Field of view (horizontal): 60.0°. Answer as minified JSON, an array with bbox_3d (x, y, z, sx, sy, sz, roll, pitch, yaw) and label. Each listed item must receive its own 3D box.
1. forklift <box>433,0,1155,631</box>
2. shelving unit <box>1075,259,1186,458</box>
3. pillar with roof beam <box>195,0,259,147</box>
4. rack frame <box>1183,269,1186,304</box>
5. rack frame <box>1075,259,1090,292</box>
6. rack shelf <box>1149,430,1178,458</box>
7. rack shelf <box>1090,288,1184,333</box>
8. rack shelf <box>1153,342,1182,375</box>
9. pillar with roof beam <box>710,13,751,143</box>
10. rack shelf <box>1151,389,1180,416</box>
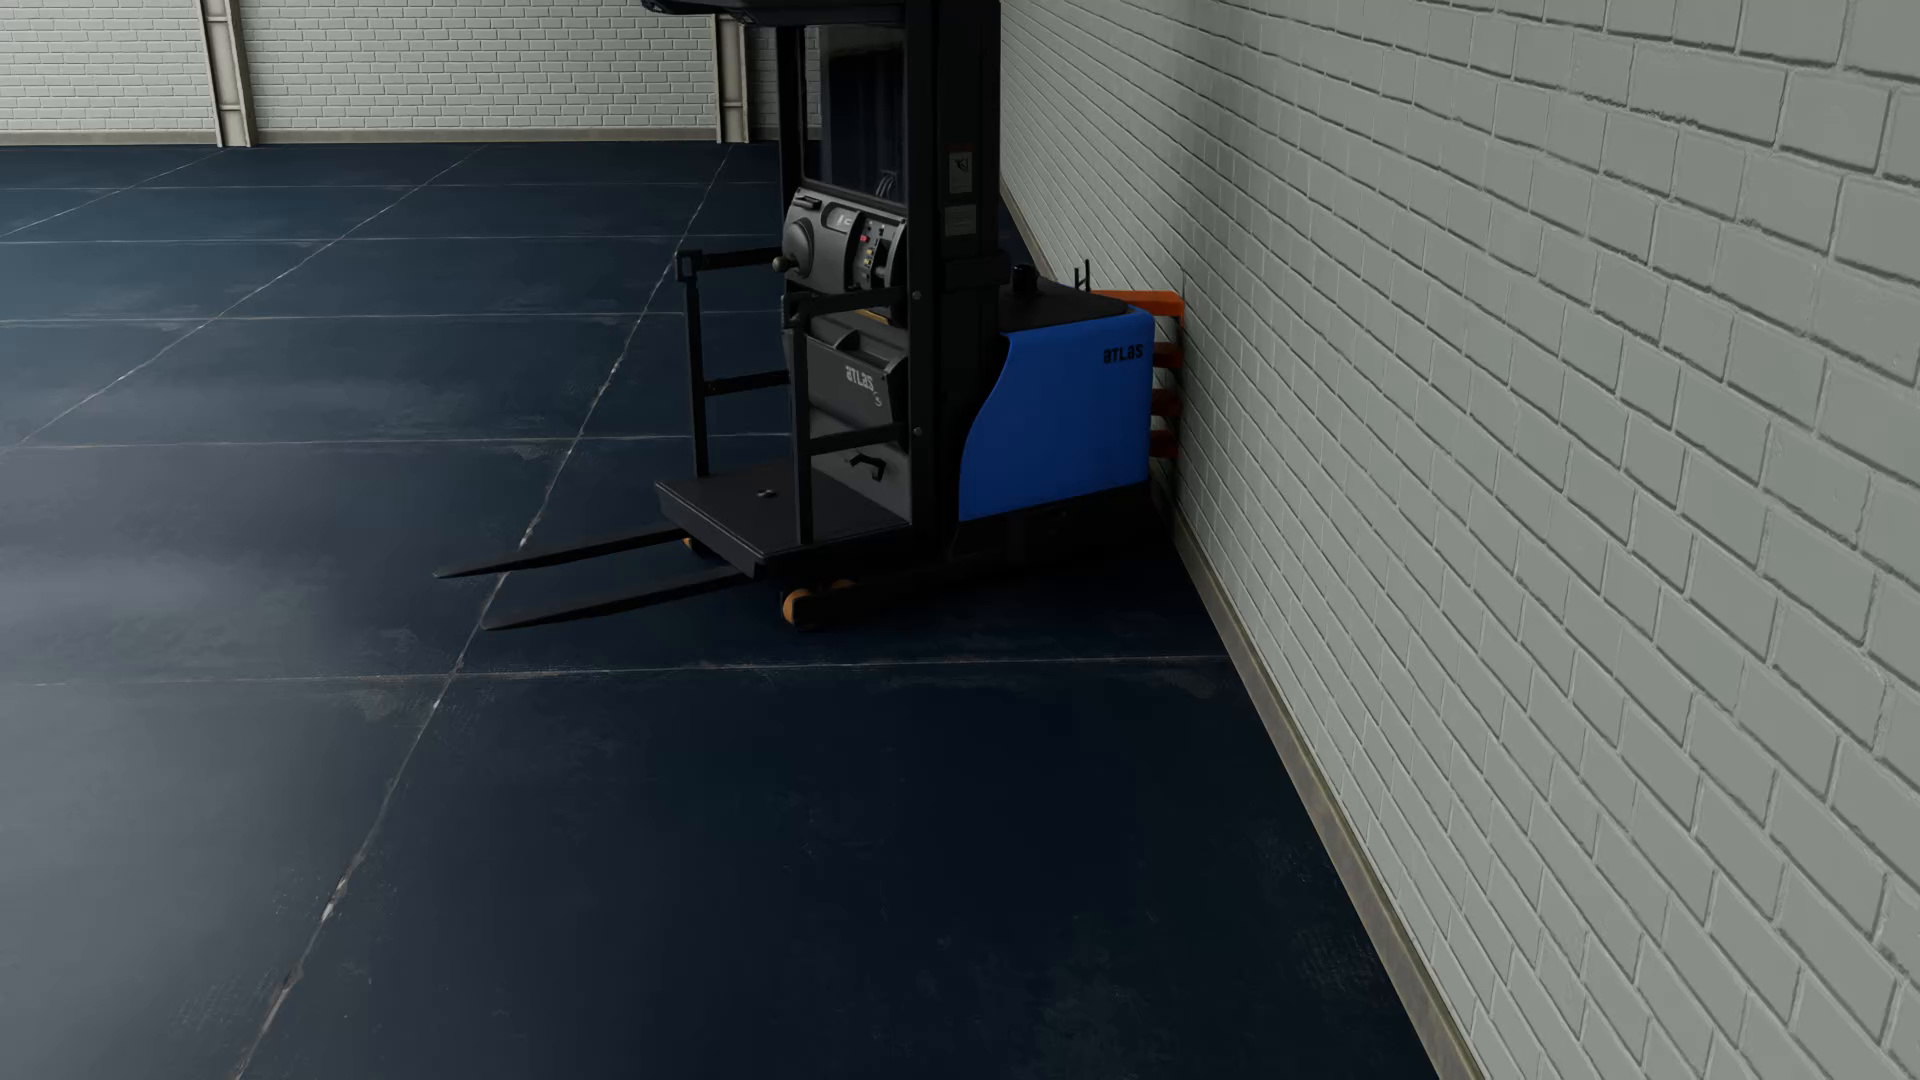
[{"bbox_3d":[-0.655,-1.220,6.706,3.031,2.935,1.130,-13,24,-30],"label":"forklift"},{"bbox_3d":[0.812,-0.675,7.686,0.503,1.200,0.258,3,20,16],"label":"shelving unit"},{"bbox_3d":[-8.540,-7.486,14.637,0.400,9.000,9.100,-1,21,-3],"label":"pillar with roof beam"},{"bbox_3d":[1.046,-0.661,7.617,0.015,1.200,0.240,3,20,16],"label":"rack frame"},{"bbox_3d":[0.579,-0.689,7.755,0.015,1.200,0.240,3,20,16],"label":"rack frame"},{"bbox_3d":[0.823,-0.424,7.772,0.480,0.148,0.258,3,20,16],"label":"rack shelf"},{"bbox_3d":[0.797,-1.047,7.558,0.480,0.148,0.258,3,20,16],"label":"rack shelf"},{"bbox_3d":[0.806,-0.823,7.635,0.480,0.148,0.258,3,20,16],"label":"rack shelf"},{"bbox_3d":[-2.550,-7.608,14.957,0.400,9.000,9.100,-1,21,-3],"label":"pillar with roof beam"},{"bbox_3d":[0.815,-0.612,7.707,0.480,0.148,0.258,3,20,16],"label":"rack shelf"}]
